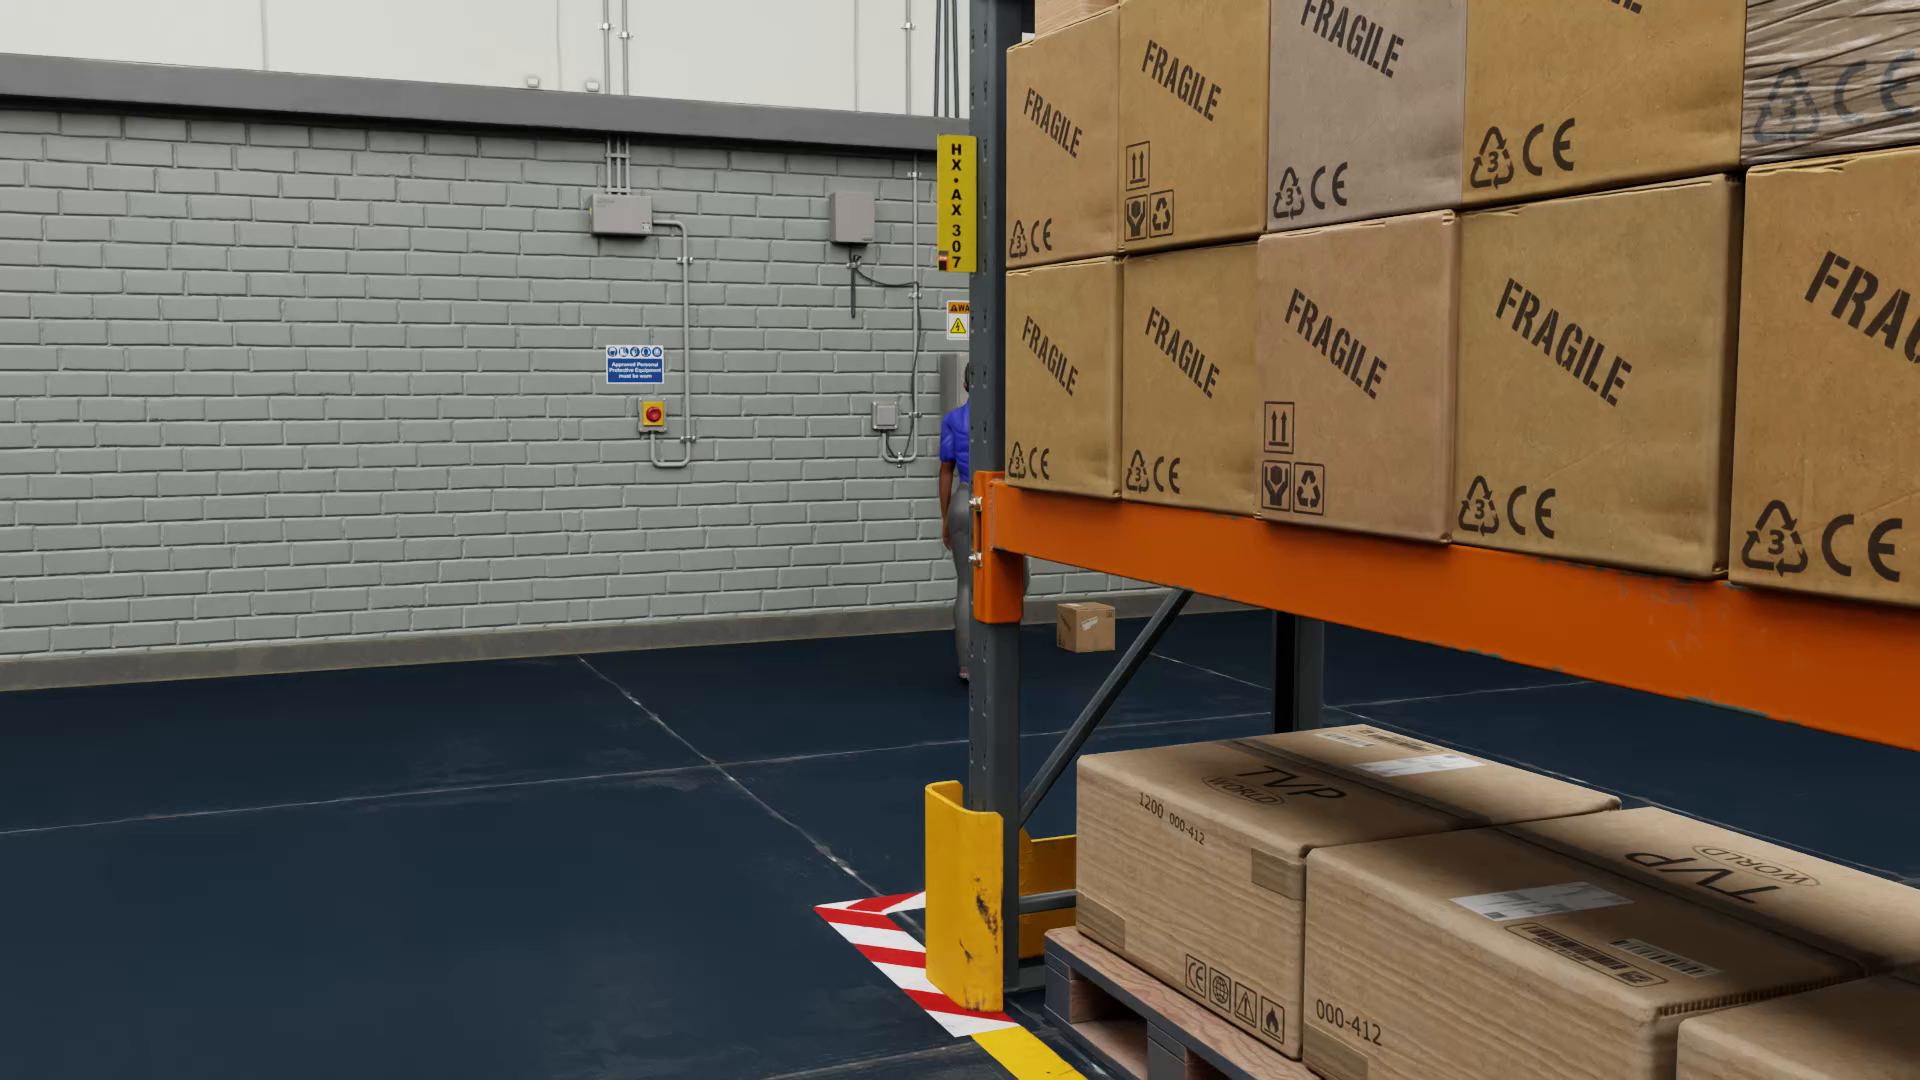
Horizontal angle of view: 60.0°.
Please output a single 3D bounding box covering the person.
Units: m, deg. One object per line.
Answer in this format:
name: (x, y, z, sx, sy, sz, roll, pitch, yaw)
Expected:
person: (0.111, -0.113, 8.583, 0.495, 1.648, 0.452, 2, 6, 21)
